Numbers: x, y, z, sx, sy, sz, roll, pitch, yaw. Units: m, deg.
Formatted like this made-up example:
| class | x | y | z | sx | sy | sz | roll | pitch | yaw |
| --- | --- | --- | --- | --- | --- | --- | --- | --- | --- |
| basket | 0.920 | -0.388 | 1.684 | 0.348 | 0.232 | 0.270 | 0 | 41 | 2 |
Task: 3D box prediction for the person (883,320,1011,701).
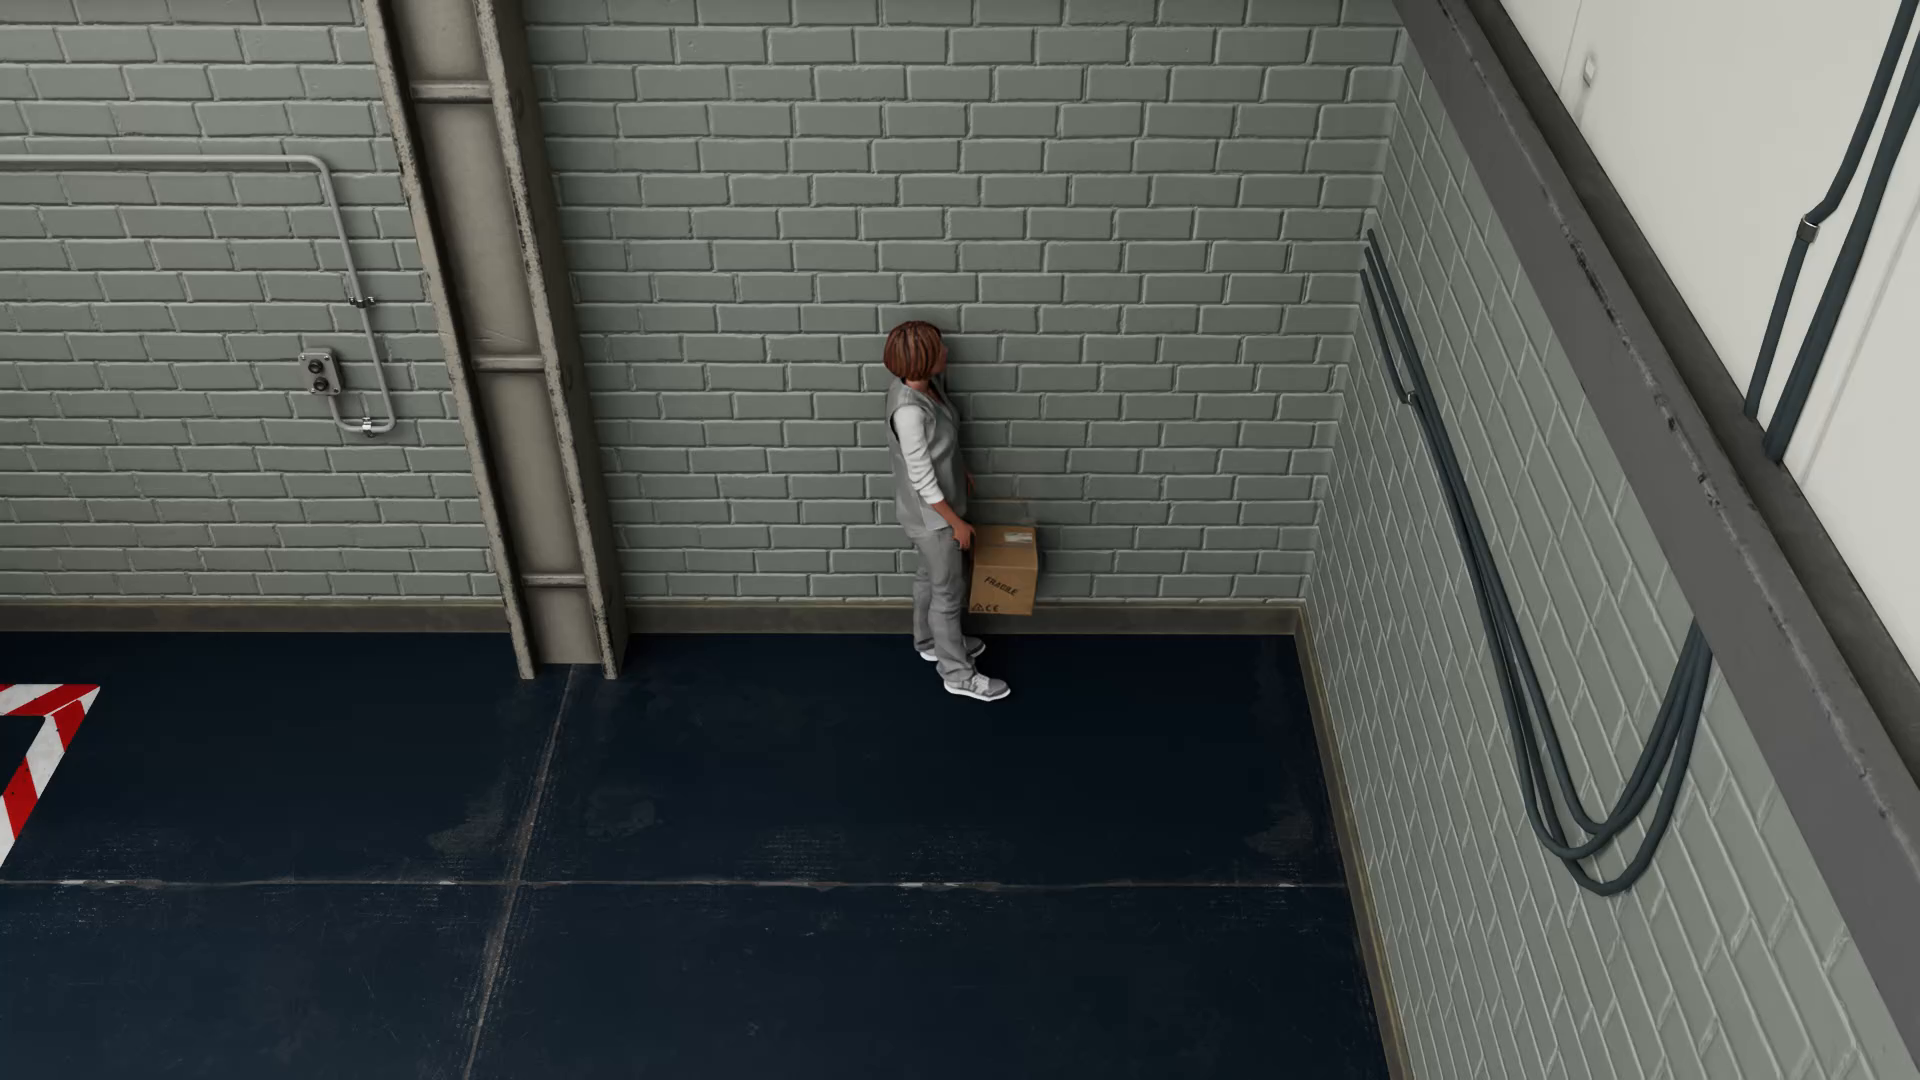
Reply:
| class | x | y | z | sx | sy | sz | roll | pitch | yaw |
| --- | --- | --- | --- | --- | --- | --- | --- | --- | --- |
| person | -0.034 | -0.122 | 6.296 | 0.473 | 1.597 | 0.501 | 0 | 40 | 0 |
